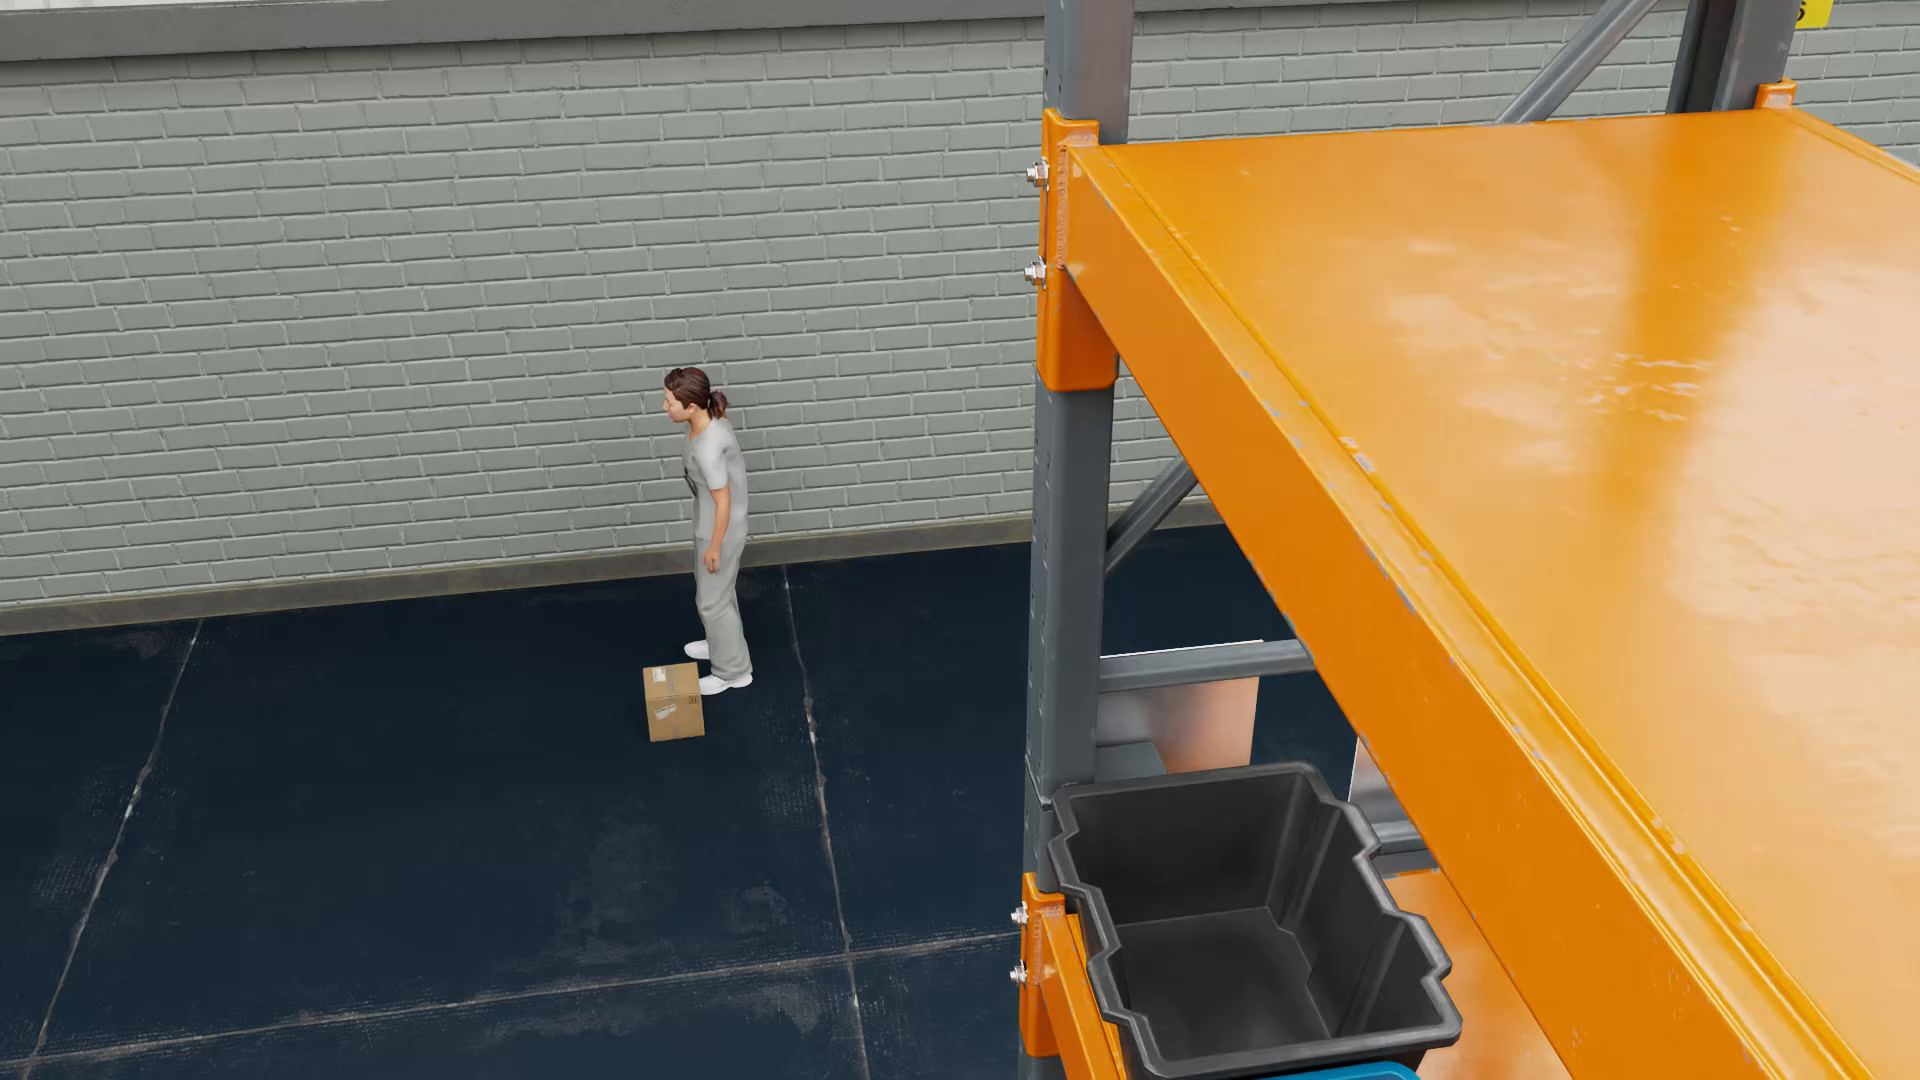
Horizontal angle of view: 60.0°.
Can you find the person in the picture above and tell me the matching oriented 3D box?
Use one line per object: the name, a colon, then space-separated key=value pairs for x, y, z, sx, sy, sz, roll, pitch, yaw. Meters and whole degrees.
person: x=-1.157 y=-0.056 z=7.729 sx=0.358 sy=1.671 sz=0.507 roll=-7 pitch=32 yaw=-12
